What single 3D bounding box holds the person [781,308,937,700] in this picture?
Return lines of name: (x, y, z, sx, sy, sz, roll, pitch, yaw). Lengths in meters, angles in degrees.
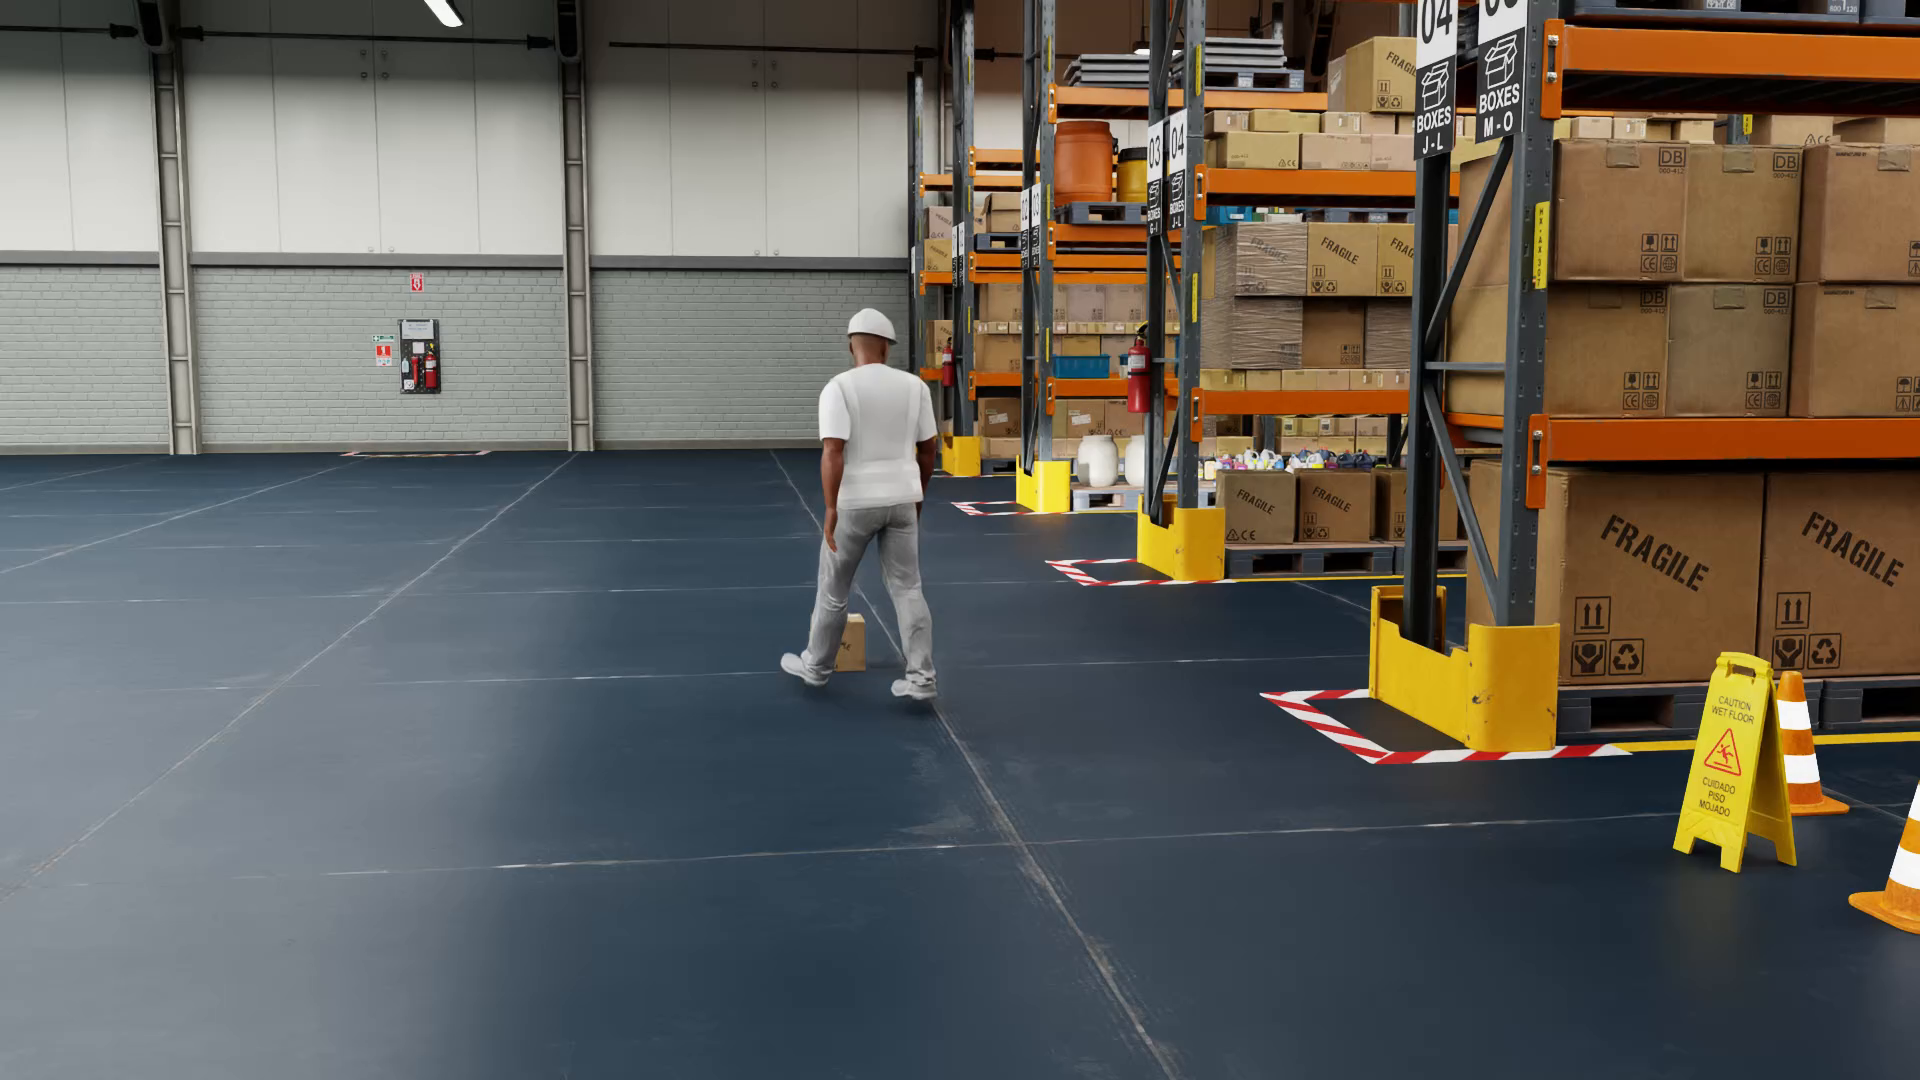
person: (-0.415, -0.172, 7.521, 0.596, 1.735, 0.890, -3, 7, -25)
